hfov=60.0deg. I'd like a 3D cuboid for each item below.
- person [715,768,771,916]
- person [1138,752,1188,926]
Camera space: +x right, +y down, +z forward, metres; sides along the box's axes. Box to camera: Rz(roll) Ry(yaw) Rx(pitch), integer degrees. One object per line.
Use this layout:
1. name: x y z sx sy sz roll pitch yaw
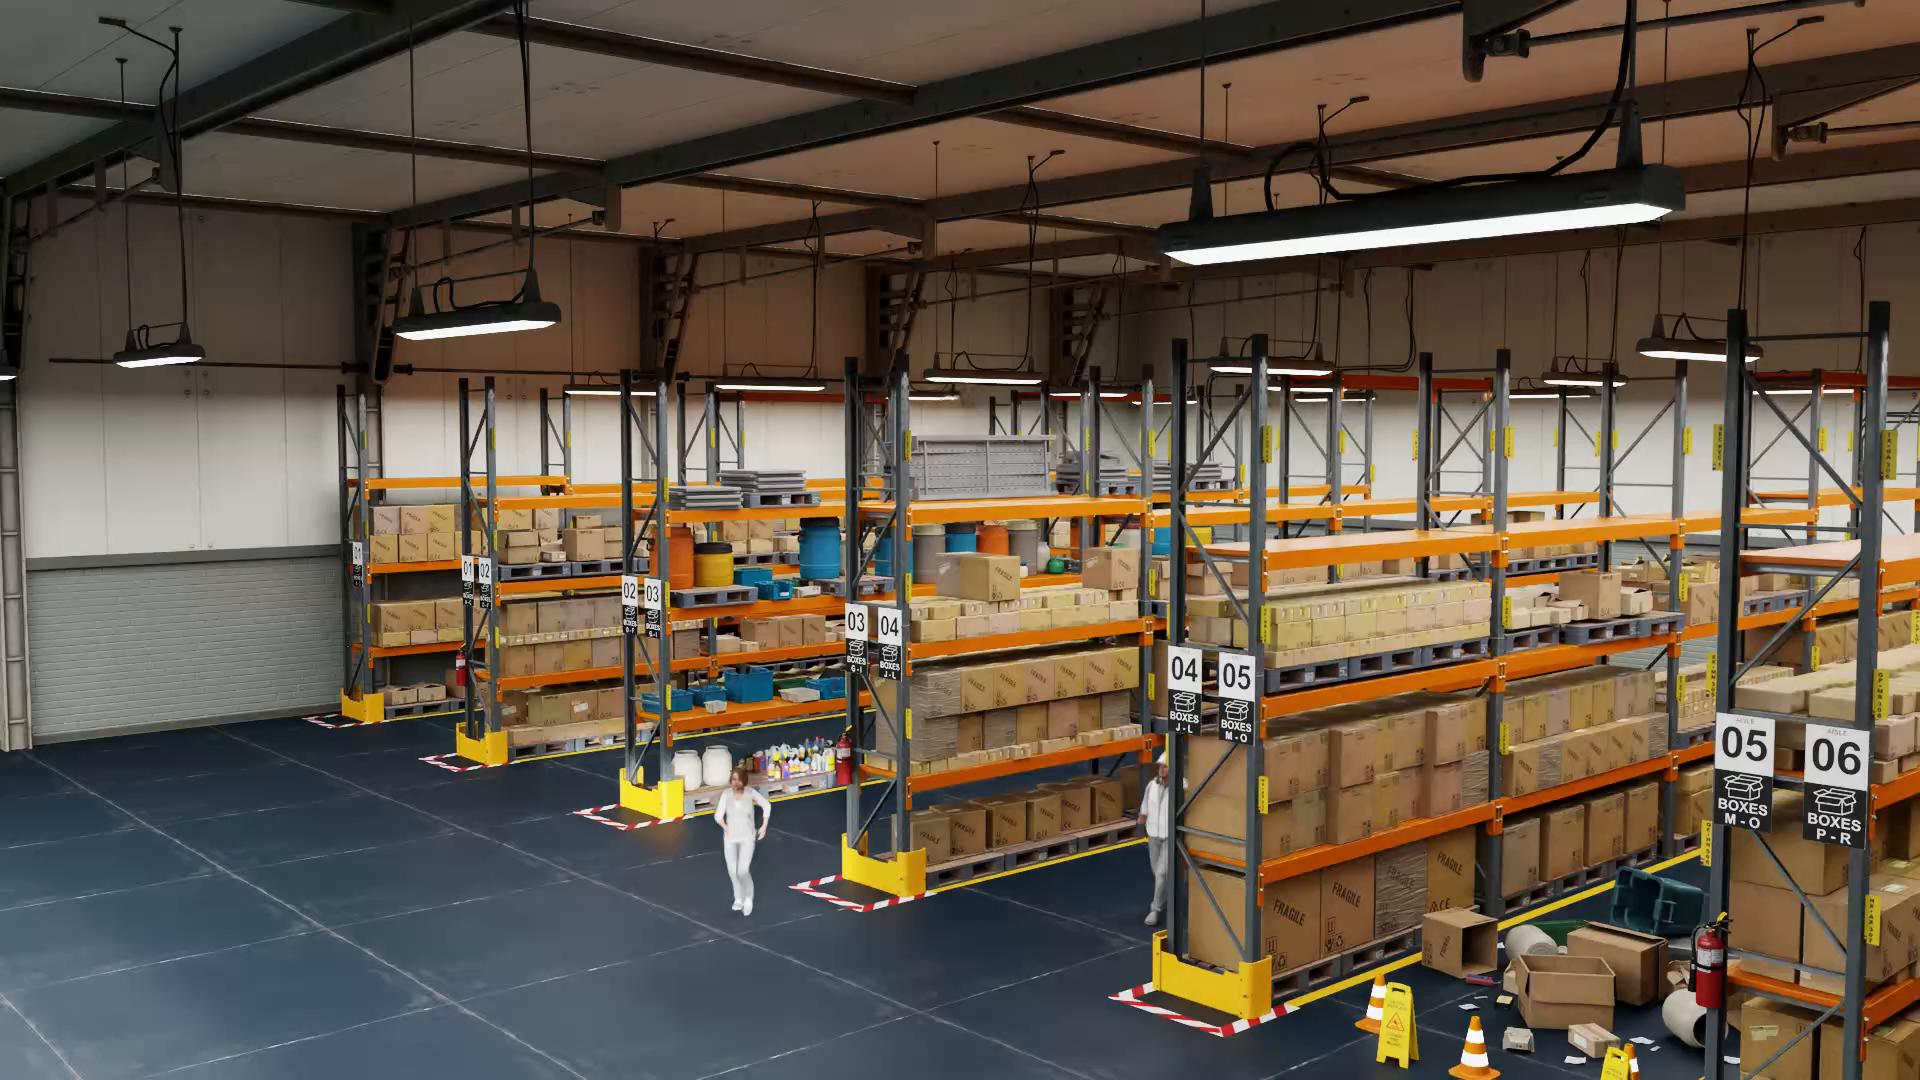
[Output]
1. person: -2.329 3.213 17.699 0.564 1.590 0.640 0 4 6
2. person: 2.209 3.132 17.682 0.676 1.751 0.945 3 5 37
